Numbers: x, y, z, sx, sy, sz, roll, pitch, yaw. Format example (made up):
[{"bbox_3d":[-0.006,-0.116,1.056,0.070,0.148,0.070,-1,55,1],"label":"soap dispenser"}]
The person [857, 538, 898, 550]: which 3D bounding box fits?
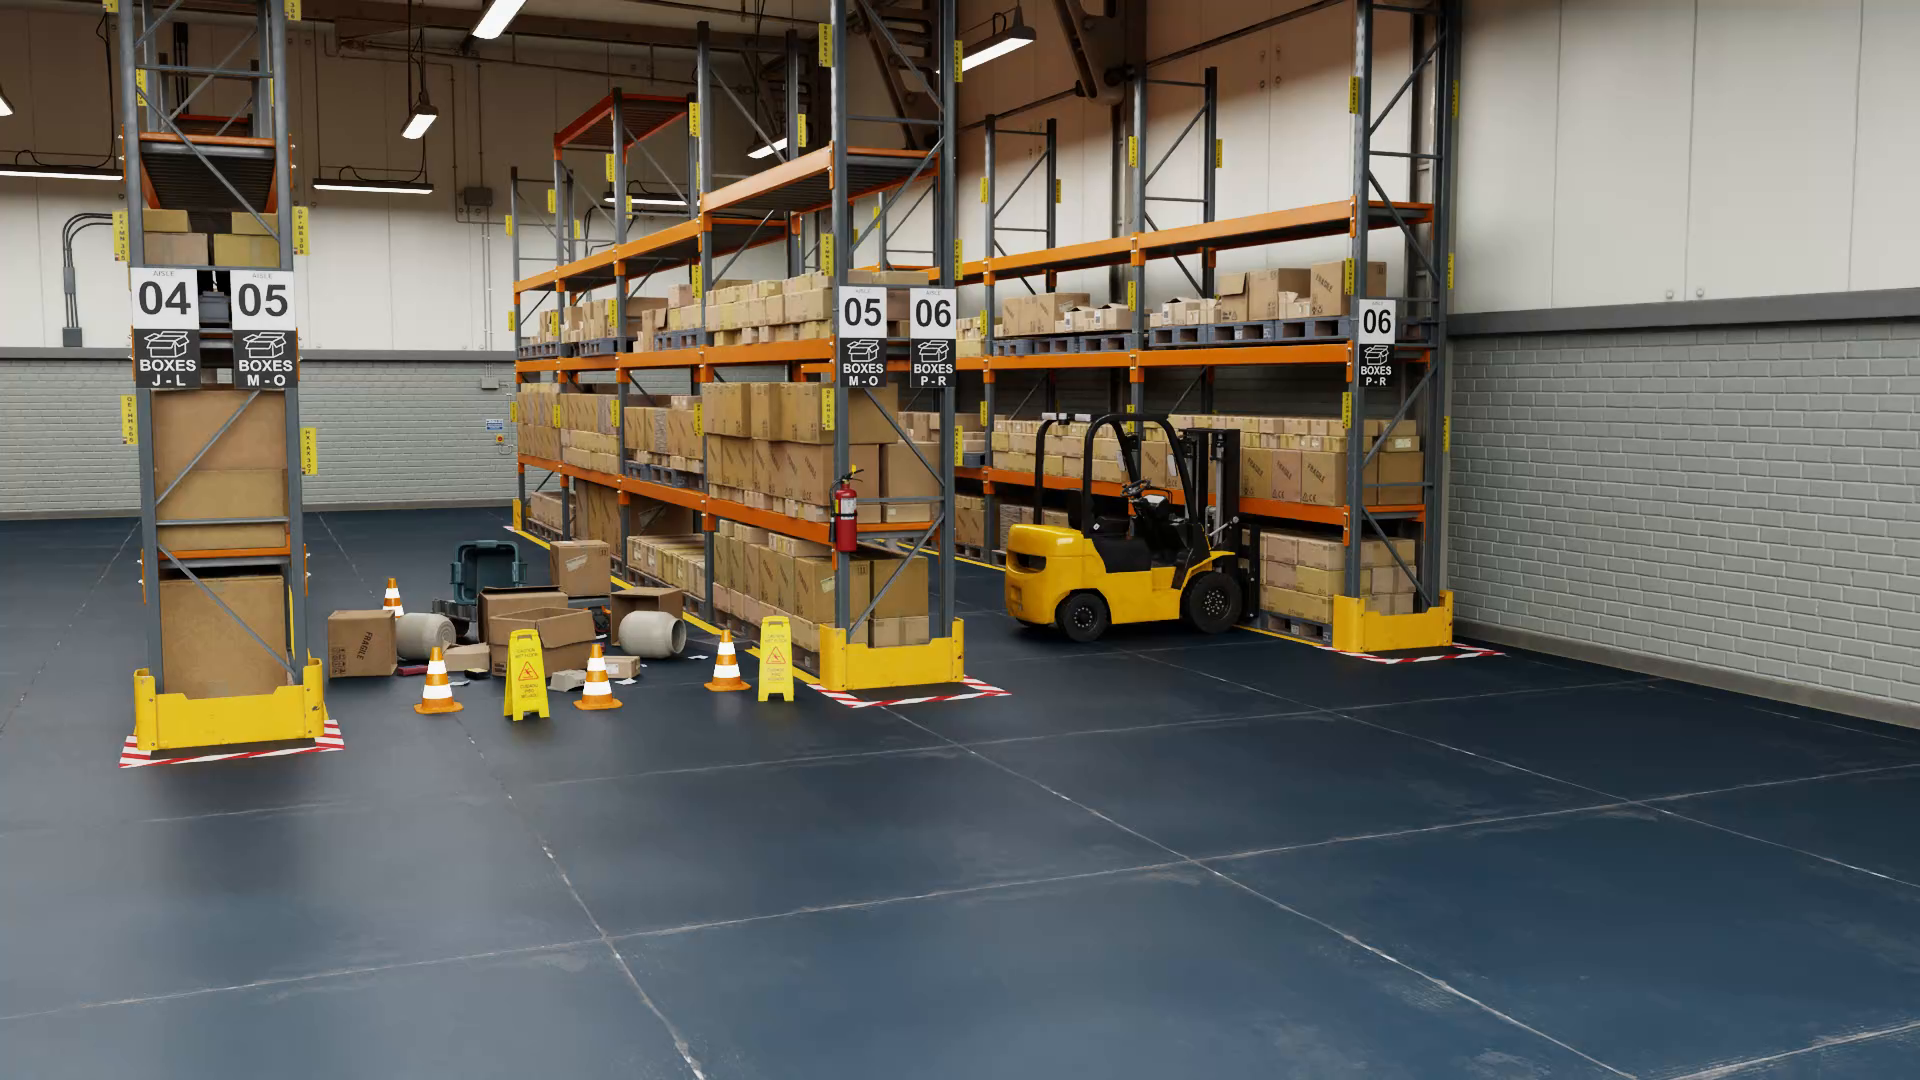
[{"bbox_3d":[-1.062,-0.423,20.966,0.534,1.741,0.913,-3,6,-29],"label":"person"}]
